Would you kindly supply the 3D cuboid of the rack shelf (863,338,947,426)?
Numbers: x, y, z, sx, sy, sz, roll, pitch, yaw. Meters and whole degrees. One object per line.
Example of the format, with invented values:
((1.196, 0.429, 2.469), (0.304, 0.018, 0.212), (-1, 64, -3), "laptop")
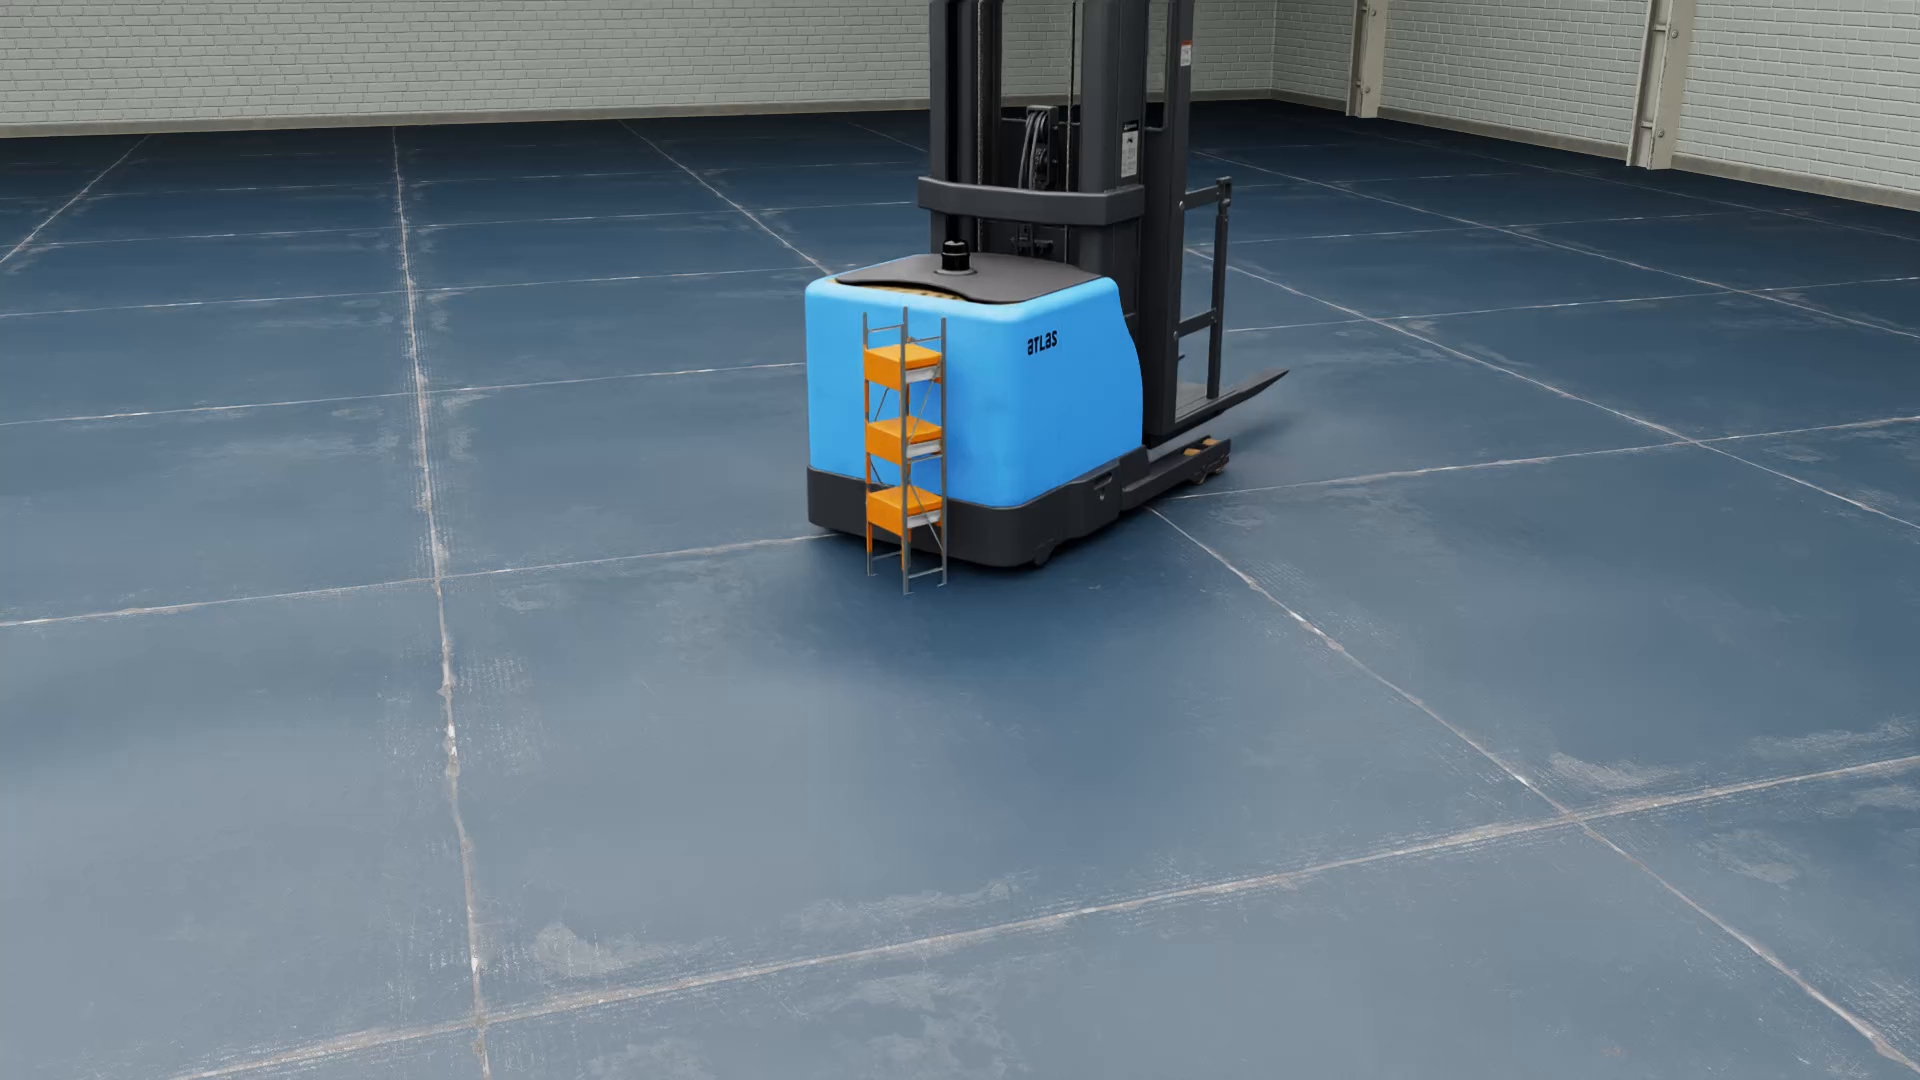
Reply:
((-0.206, -0.591, 6.201), (0.215, 0.259, 0.240), (-14, 24, -34), "rack shelf")

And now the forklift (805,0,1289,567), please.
((0.610, -1.715, 7.355), (1.130, 2.935, 3.031), (13, 23, 32), "forklift")

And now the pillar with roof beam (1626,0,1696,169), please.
((3.556, -7.918, 15.649), (9.100, 9.000, 0.400), (-6, 21, -17), "pillar with roof beam")

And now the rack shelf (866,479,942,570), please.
((-0.206, -0.062, 6.391), (0.215, 0.259, 0.240), (-14, 24, -34), "rack shelf")

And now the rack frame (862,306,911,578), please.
((-0.279, -0.367, 6.385), (0.200, 1.050, 0.008), (-14, 24, -34), "rack frame")

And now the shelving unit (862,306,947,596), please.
((-0.206, -0.334, 6.293), (0.215, 1.050, 0.252), (-14, 24, -34), "shelving unit")

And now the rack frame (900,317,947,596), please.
((-0.133, -0.301, 6.201), (0.200, 1.050, 0.008), (-14, 24, -34), "rack frame")

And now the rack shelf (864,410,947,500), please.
((-0.206, -0.324, 6.297), (0.215, 0.259, 0.240), (-14, 24, -34), "rack shelf")

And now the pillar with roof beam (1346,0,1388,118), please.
((1.670, -9.843, 21.009), (9.100, 9.000, 0.400), (-6, 21, -17), "pillar with roof beam")
